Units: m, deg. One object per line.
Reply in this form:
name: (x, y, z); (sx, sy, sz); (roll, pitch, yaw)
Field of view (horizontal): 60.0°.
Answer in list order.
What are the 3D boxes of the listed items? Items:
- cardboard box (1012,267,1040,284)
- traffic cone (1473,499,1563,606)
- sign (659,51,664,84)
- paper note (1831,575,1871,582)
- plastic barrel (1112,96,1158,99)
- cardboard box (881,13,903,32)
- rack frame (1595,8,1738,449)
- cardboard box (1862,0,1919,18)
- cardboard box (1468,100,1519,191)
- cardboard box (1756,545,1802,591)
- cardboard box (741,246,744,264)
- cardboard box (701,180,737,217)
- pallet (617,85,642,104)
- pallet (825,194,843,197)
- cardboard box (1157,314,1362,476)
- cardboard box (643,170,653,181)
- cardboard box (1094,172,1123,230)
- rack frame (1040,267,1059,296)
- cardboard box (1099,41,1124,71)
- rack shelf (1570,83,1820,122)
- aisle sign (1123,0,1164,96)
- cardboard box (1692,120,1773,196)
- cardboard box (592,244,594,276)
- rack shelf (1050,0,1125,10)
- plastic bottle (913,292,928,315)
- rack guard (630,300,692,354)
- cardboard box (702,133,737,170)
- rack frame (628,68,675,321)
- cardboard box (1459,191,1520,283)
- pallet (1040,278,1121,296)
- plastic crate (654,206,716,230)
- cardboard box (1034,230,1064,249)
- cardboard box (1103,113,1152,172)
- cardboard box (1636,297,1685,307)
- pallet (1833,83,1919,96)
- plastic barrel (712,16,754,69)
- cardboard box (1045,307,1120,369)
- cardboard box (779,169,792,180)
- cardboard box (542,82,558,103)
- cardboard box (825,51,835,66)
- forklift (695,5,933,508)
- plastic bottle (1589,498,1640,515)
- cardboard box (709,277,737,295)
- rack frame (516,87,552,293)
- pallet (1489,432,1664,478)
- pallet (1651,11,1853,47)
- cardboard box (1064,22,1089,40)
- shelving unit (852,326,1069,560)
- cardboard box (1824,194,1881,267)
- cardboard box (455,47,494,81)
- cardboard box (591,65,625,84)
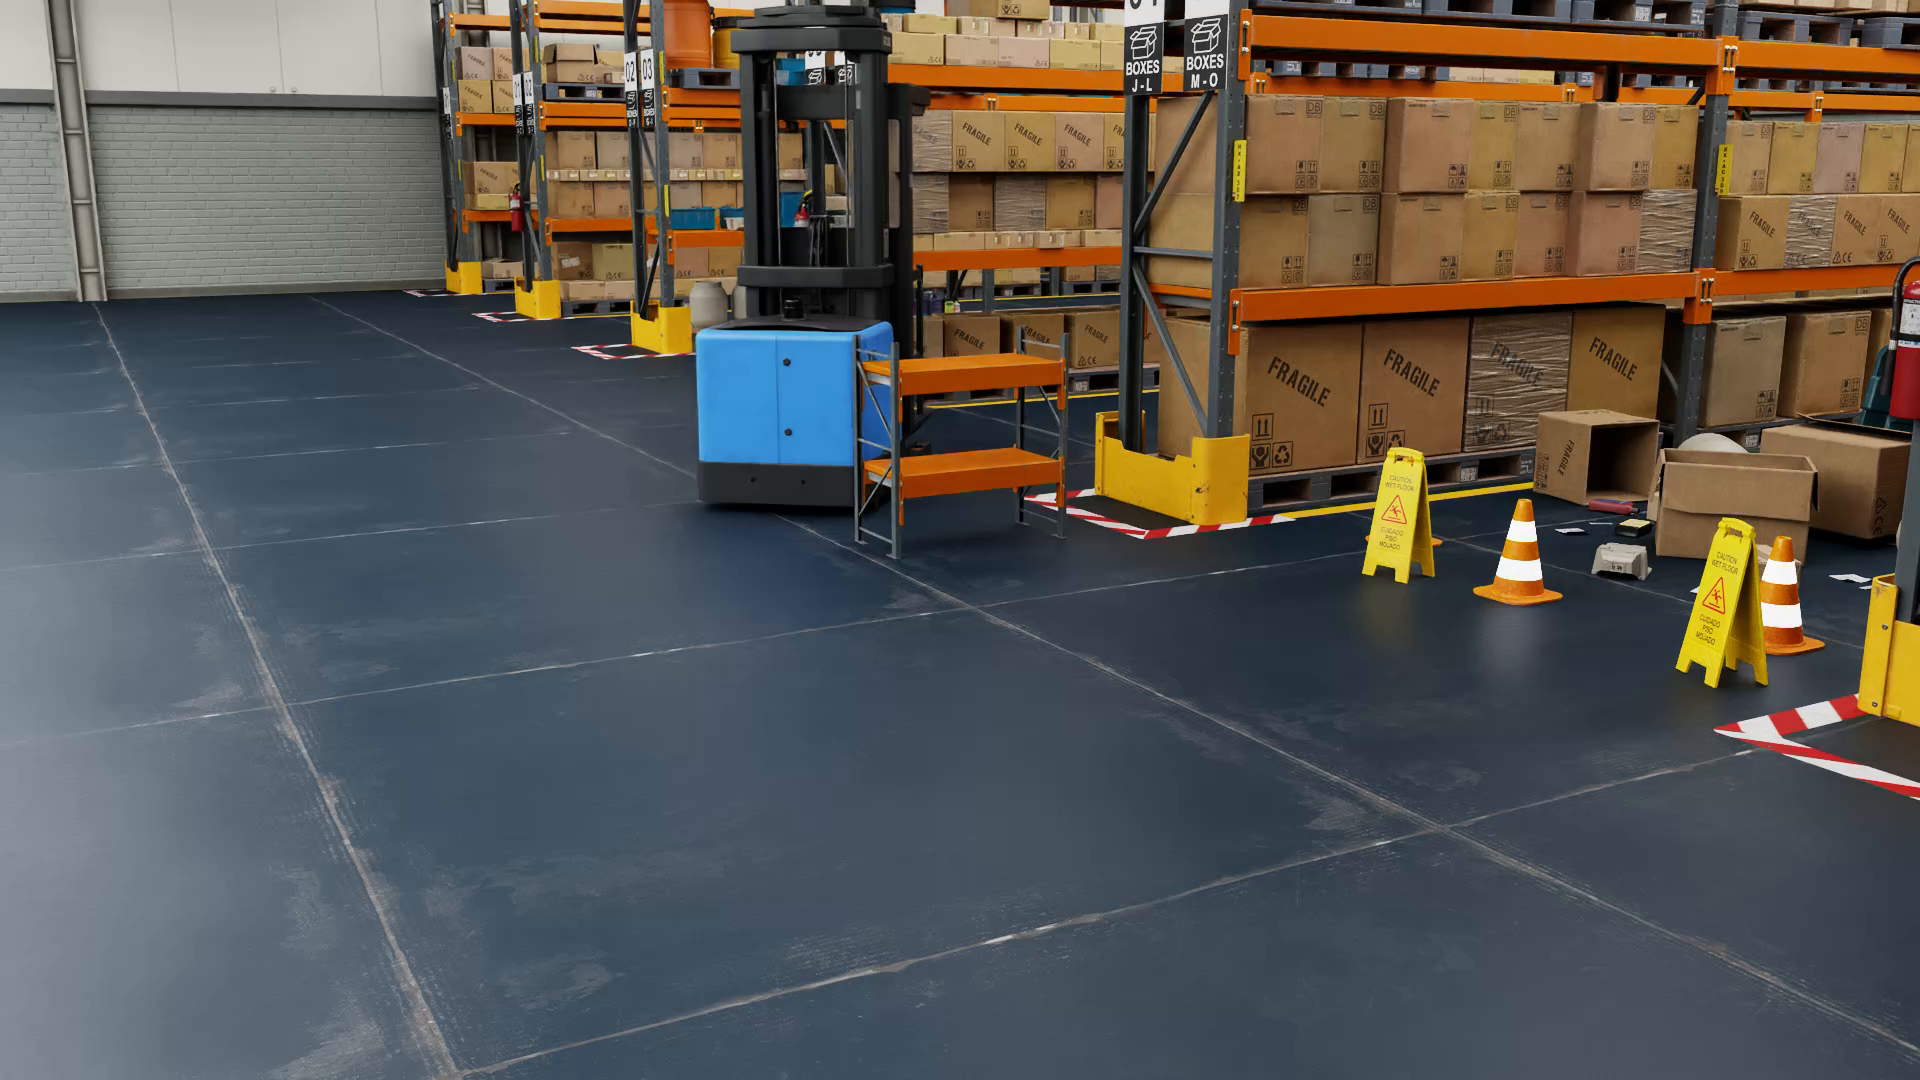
cardboard box: (0.918, -4.150, 26.023); (0.500, 0.250, 0.500); (-6, 14, -27)
traffic cone: (2.661, 0.038, 7.887); (0.334, 0.463, 0.336); (-7, 14, -28)
sign: (-3.130, -4.953, 17.435); (0.005, 0.325, 0.100); (-7, 14, -28)
paper note: (4.426, 0.183, 8.253); (0.142, 0.019, 0.148); (-2, 13, -8)
plastic barrel: (2.234, -5.993, 21.098); (0.708, 0.830, 0.600); (-7, 14, -28)
cardboard box: (-0.664, -4.207, 13.571); (0.250, 0.149, 0.380); (-7, 14, -28)
rack frame: (4.783, -2.092, 11.573); (0.127, 3.000, 1.000); (-7, 14, -28)
cardboard box: (6.902, -4.042, 11.993); (0.500, 0.500, 0.500); (-7, 14, -28)
cardboard box: (3.014, -2.492, 10.549); (0.500, 0.550, 0.875); (-7, 14, -28)
cardboard box: (3.914, 0.136, 8.166); (0.250, 0.149, 0.380); (0, 13, 1)
cardboard box: (-2.995, -4.056, 23.898); (0.500, 0.500, 0.500); (-7, 14, -28)
cardboard box: (-3.537, -4.860, 23.645); (0.500, 0.500, 0.700); (-7, 14, -27)
pallet: (-4.054, -6.166, 23.045); (1.213, 0.211, 1.003); (-7, 14, -28)
pallet: (-2.832, -6.033, 29.522); (1.213, 0.211, 1.003); (-7, 14, -28)
cardboard box: (1.835, -0.923, 10.263); (0.875, 0.875, 0.875); (-7, 14, -28)
cardboard box: (-4.406, -5.021, 22.883); (0.250, 0.149, 0.380); (-7, 15, -30)
cardboard box: (1.224, -3.099, 15.142); (0.500, 0.500, 0.875); (-7, 14, -28)
rack frame: (1.262, -5.389, 26.222); (0.127, 3.000, 1.000); (-7, 14, -28)
cardboard box: (1.312, -4.243, 14.640); (0.500, 0.250, 0.500); (-7, 14, -28)
rack shelf: (7.761, -4.802, 18.421); (4.000, 0.370, 1.077); (-7, 14, -28)
aisle sign: (1.066, -2.990, 9.641); (0.004, 0.787, 0.394); (-7, 14, -28)
cardboard box: (5.216, -2.682, 11.689); (0.500, 0.500, 0.700); (-7, 15, -29)
cardboard box: (-6.318, -4.679, 27.761); (0.500, 0.500, 0.700); (-8, 15, -31)
rack shelf: (1.877, -6.604, 20.508); (4.000, 0.370, 1.077); (-7, 14, -28)
plastic bottle: (-0.474, -2.792, 19.713); (0.185, 0.351, 0.144); (-8, 15, -31)
rack guard: (-3.345, -2.390, 18.589); (0.348, 0.500, 1.175); (-7, 14, -28)
cardboard box: (-3.518, -5.496, 23.515); (0.500, 0.500, 0.700); (-7, 14, -28)
rack frame: (-3.389, -3.592, 18.239); (0.127, 3.000, 1.000); (-7, 14, -28)
cardboard box: (3.045, -1.953, 10.612); (0.500, 0.550, 0.875); (-7, 14, -28)
pallet: (1.936, -4.099, 26.844); (1.213, 0.211, 1.003); (-7, 14, -28)
plastic crate: (-3.093, -3.630, 18.745); (0.616, 0.251, 0.499); (-7, 14, -28)
cardboard box: (0.711, -2.638, 14.572); (0.250, 0.149, 0.380); (-7, 14, -28)
cardboard box: (1.354, -3.534, 14.800); (0.500, 0.500, 0.500); (-7, 14, -28)
cardboard box: (7.408, -2.808, 18.639); (0.875, 0.875, 1.225); (-7, 14, -28)
pallet: (11.309, -5.532, 20.227); (1.213, 0.211, 1.003); (-7, 14, -28)
plastic barrel: (-2.450, -5.497, 18.484); (0.600, 0.588, 0.600); (0, 13, 0)
cardboard box: (1.118, -1.867, 15.311); (0.500, 0.500, 0.500); (-8, 15, -33)
cardboard box: (-2.602, -5.238, 23.845); (0.250, 0.149, 0.380); (-7, 15, -29)
cardboard box: (-6.781, -7.115, 26.788); (0.500, 0.500, 0.500); (-6, 14, -25)
cardboard box: (-1.688, -6.986, 24.165); (0.500, 0.500, 0.500); (-7, 14, -27)
forklift: (-0.800, -1.894, 10.847); (1.130, 2.935, 3.031); (2, 13, 9)
plastic bottle: (3.884, -0.195, 9.835); (0.283, 0.061, 0.133); (11, 17, 40)
cardboard box: (-3.426, -3.634, 23.732); (0.500, 0.250, 0.500); (-7, 14, -28)
rack frame: (-5.759, -4.547, 22.482); (0.127, 3.000, 1.000); (-7, 14, -28)
pallet: (4.078, -0.667, 11.590); (1.213, 0.211, 1.003); (-7, 14, -28)
pallet: (5.564, -3.568, 11.735); (1.217, 0.209, 0.805); (-8, 15, -30)
cardboard box: (0.915, -4.402, 14.440); (0.250, 0.149, 0.380); (-7, 15, -30)
shelving unit: (0.006, -0.549, 8.989); (1.048, 1.125, 0.538); (-7, 14, -28)
cardboard box: (6.256, -2.249, 12.045); (0.500, 0.500, 0.500); (-7, 14, -28)
cardboard box: (-7.682, -7.505, 26.242); (0.500, 0.500, 0.500); (-8, 15, -32)
cardboard box: (-4.875, -6.382, 22.872); (0.500, 0.250, 0.500); (-7, 14, -28)
